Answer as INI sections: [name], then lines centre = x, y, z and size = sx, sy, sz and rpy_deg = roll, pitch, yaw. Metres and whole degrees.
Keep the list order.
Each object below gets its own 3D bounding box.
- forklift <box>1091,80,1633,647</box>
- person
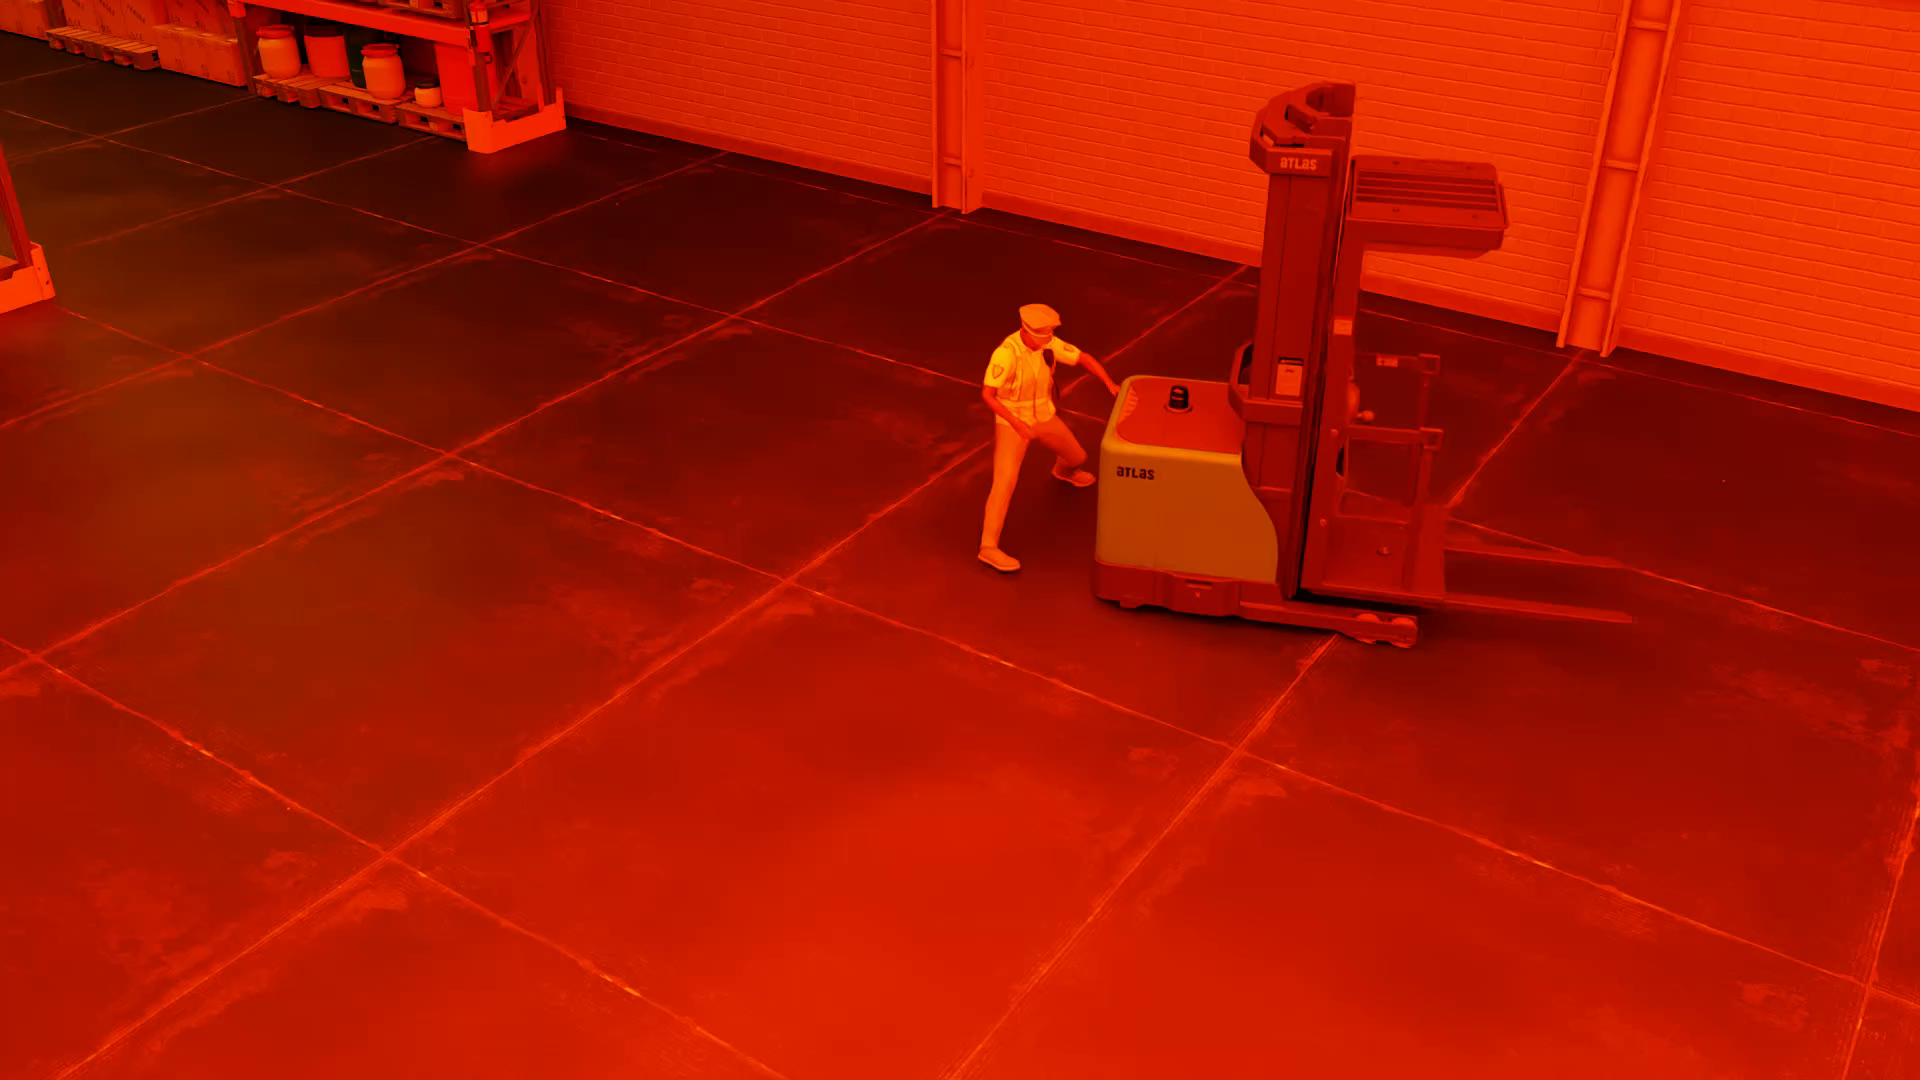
[forklift]
centre = 2.351, -0.952, 9.220
size = 3.031, 2.935, 1.130
rpy_deg = 7, 31, 11
[person]
centre = 0.533, -0.737, 10.311
size = 1.201, 1.474, 0.882
rpy_deg = -16, 34, -26
